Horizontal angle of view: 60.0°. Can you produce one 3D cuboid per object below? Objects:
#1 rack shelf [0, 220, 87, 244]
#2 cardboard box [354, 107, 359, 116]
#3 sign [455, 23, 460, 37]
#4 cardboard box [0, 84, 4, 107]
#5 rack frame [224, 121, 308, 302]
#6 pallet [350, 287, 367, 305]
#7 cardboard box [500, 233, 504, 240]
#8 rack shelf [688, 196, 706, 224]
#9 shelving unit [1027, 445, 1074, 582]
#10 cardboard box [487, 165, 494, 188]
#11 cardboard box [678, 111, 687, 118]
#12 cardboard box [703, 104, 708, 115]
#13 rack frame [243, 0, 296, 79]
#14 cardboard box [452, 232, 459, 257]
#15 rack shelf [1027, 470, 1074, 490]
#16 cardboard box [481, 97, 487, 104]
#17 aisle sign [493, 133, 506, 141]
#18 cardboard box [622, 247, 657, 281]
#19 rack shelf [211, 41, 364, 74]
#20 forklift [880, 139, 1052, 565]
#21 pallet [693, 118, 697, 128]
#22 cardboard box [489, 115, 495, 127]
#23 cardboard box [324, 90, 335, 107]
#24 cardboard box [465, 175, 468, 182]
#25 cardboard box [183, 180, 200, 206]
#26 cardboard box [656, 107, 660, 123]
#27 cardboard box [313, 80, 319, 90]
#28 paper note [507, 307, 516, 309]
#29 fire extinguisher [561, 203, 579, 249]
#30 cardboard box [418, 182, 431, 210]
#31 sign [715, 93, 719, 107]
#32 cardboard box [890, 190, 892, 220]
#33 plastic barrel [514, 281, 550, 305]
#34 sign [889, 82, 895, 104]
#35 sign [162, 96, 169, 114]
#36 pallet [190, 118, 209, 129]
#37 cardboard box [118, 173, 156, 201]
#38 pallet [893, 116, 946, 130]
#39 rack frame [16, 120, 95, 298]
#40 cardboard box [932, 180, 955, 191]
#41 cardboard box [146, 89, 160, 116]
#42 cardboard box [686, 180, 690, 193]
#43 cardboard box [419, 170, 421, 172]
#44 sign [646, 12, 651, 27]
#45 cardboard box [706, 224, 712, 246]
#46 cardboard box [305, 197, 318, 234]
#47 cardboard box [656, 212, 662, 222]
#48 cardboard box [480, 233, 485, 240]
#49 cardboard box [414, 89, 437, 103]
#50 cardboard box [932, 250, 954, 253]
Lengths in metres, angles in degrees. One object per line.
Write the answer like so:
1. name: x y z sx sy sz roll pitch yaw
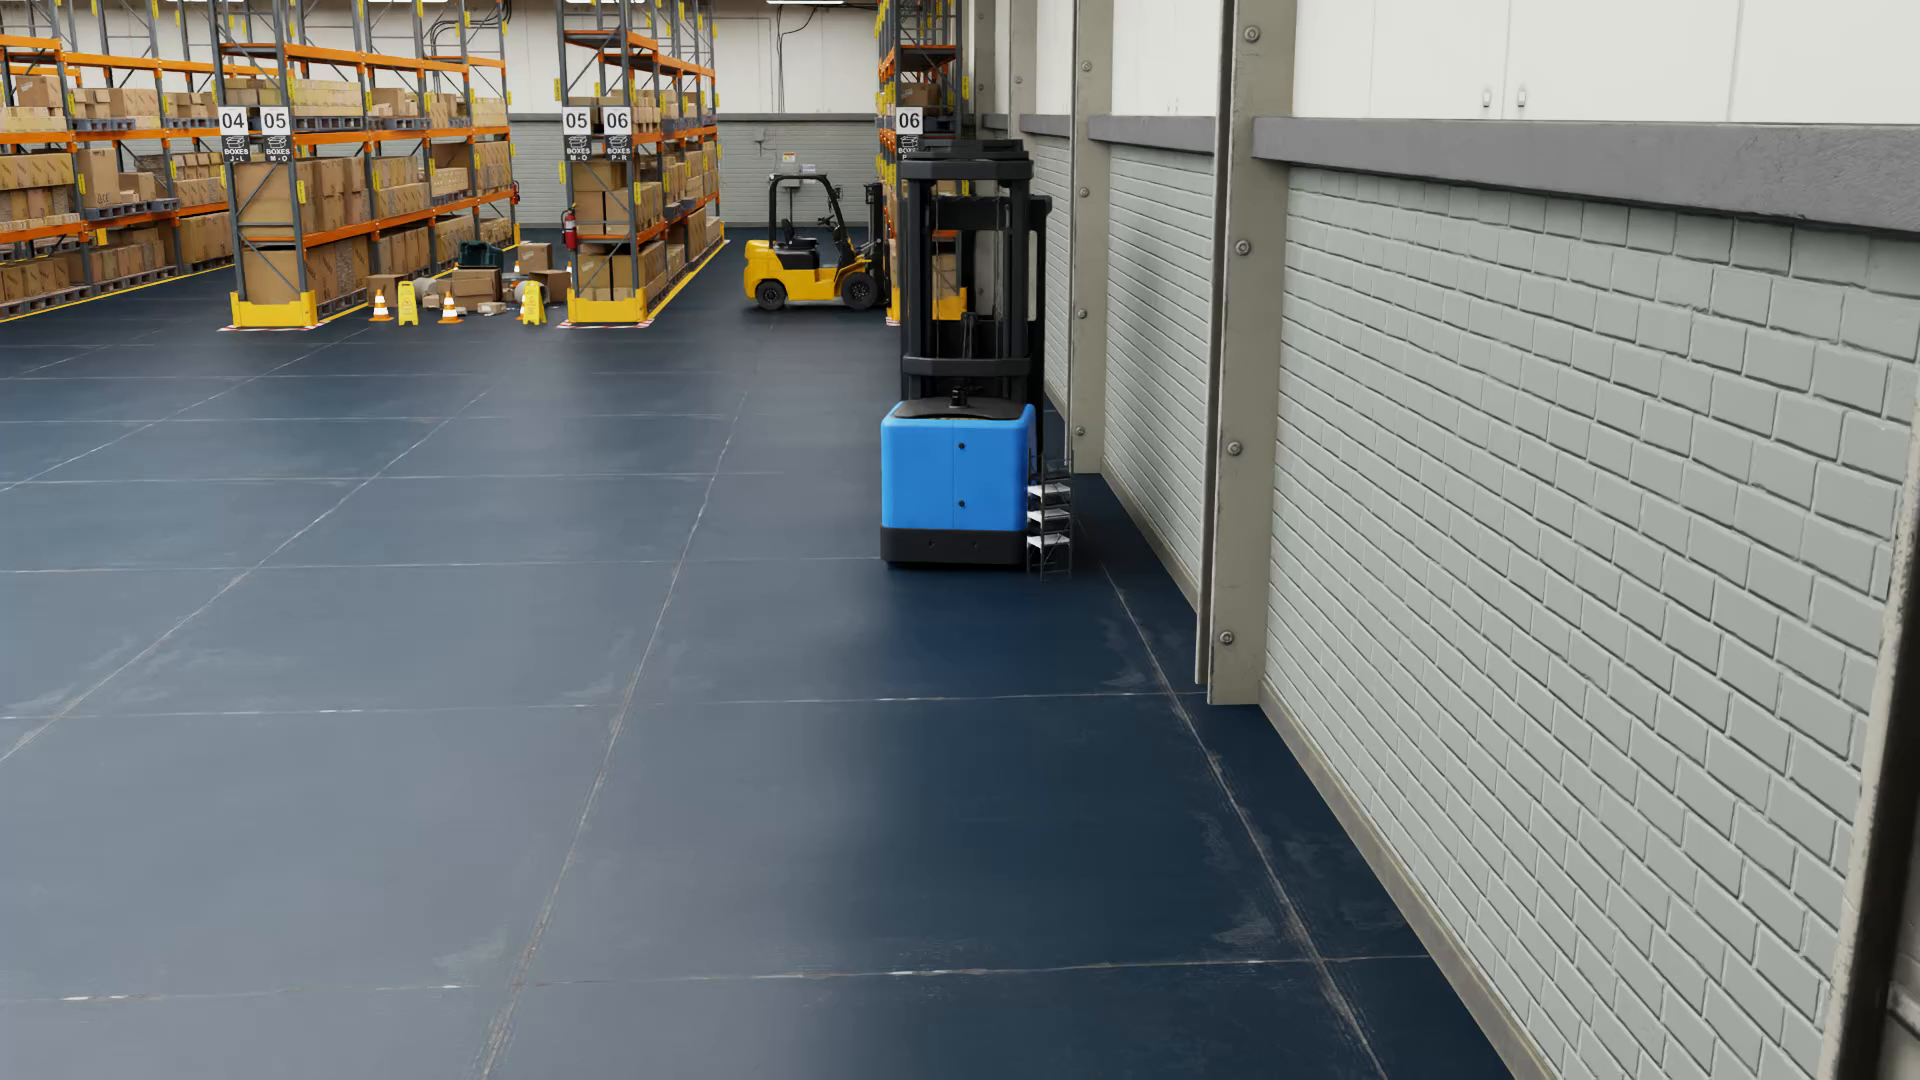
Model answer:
1. rack shelf: -15.444 -4.816 26.667 1.077 0.370 4.000 -1 14 -3
2. cardboard box: -10.254 -7.148 27.727 0.380 0.149 0.250 -1 14 -3
3. sign: -11.896 -12.085 39.404 0.100 0.325 0.005 -1 14 -3
4. cardboard box: -15.143 -6.927 25.610 0.500 0.500 0.500 -1 14 -4
5. rack frame: -10.364 -4.718 24.844 1.000 3.000 0.127 -1 14 -3
6. pallet: -10.642 -4.172 28.318 1.003 0.211 1.213 -1 14 -3
7. cardboard box: -10.960 -7.139 39.133 0.380 0.149 0.250 -2 15 -6
8. rack shelf: -6.049 -6.958 34.995 1.077 0.370 4.000 -1 14 -3
9. shelving unit: 0.620 -0.184 11.437 0.258 0.900 0.210 -7 16 -25
10. cardboard box: -10.919 -8.271 37.855 0.500 0.500 0.500 -1 14 -5
11. cardboard box: -5.906 -8.879 34.623 0.380 0.166 0.250 0 14 1
12. cardboard box: -6.303 -10.320 39.855 0.500 0.250 0.500 -2 15 -9
13. rack frame: -16.312 -11.551 39.362 1.000 3.000 0.127 -1 14 -3
14. cardboard box: -10.719 -6.133 34.517 0.500 0.500 0.500 -1 14 -5
15. rack shelf: 0.620 -0.414 11.378 0.258 0.077 0.200 -7 16 -25
16. cardboard box: -10.917 -9.922 37.546 0.380 0.149 0.250 0 14 -1
17. aisle sign: -11.060 -9.979 40.075 0.394 0.787 0.004 -1 14 -3
18. cardboard box: -5.265 -4.520 27.246 0.500 0.500 0.500 -1 14 -2
19. rack shelf: -10.487 -7.579 26.169 1.077 0.370 4.000 -1 14 -3
20. forklift: 0.124 -1.563 12.720 1.130 2.935 3.031 2 15 6
21. pallet: -6.067 -8.937 35.605 0.805 0.209 1.217 -1 15 -6
22. cardboard box: -10.954 -9.586 38.045 0.500 0.250 0.500 0 14 -1
23. cardboard box: -10.232 -6.995 26.333 0.500 0.250 0.500 -1 14 -4
24. cardboard box: -10.885 -7.832 36.013 0.380 0.149 0.250 0 14 -2
25. cardboard box: -15.609 -6.958 33.349 0.500 0.500 0.500 -1 14 -5
26. cardboard box: -5.381 -7.233 28.301 0.500 0.250 0.500 -1 14 -4
27. cardboard box: -10.129 -7.028 25.662 0.380 0.149 0.250 -1 14 -4
28. paper note: -7.377 -3.794 27.235 0.148 0.019 0.142 4 15 16
29. fire extinguisher: -5.882 -4.747 25.110 0.296 0.674 0.183 -1 14 -3
30. cardboard box: -10.563 -6.648 32.145 0.500 0.500 0.500 -1 14 -3
31. sign: -5.878 -10.647 40.249 0.100 0.325 0.005 -1 14 -3
32. cardboard box: -0.956 -5.826 28.950 0.500 0.500 0.500 -1 14 -5
33. plastic barrel: -7.068 -4.062 27.466 0.512 0.421 0.421 10 18 35
34. sign: -1.018 -6.736 25.047 0.100 0.325 0.005 -1 14 -3
35. sign: -15.274 -8.367 31.970 0.100 0.325 0.005 -1 14 -3
36. pallet: -15.981 -8.455 33.727 1.003 0.211 1.213 0 14 -1
37. cardboard box: -15.608 -6.637 31.259 0.700 0.500 0.500 1 14 5
38. pallet: -0.572 -6.788 27.045 1.003 0.211 1.213 -1 14 -3
39. rack frame: -15.568 -5.662 28.511 1.000 3.000 0.127 -1 14 -3
40. cardboard box: -0.283 -5.491 25.748 0.380 0.149 0.250 -1 14 -5
41. cardboard box: -15.537 -8.285 31.482 0.500 0.500 0.500 -1 14 -2
42. cardboard box: -5.710 -7.109 33.433 0.500 0.250 0.500 -1 14 -4
43. cardboard box: -11.461 -7.646 34.690 0.380 0.149 0.250 0 14 -1
44. sign: -6.728 -11.236 35.945 0.100 0.325 0.005 -1 14 -3
45. cardboard box: -6.105 -6.925 37.718 0.875 0.438 0.875 -1 14 -4
46. cardboard box: -10.488 -5.019 25.712 0.875 0.550 0.550 -1 14 -3
47. cardboard box: -5.331 -5.556 28.604 0.380 0.149 0.250 -1 14 -2
48. cardboard box: -10.810 -6.764 37.079 0.380 0.149 0.250 0 14 -1
49. cardboard box: -10.696 -8.876 33.246 0.396 0.266 0.258 -1 14 -3
50. cardboard box: -0.351 -4.500 26.665 0.500 0.250 0.500 -1 14 -3
